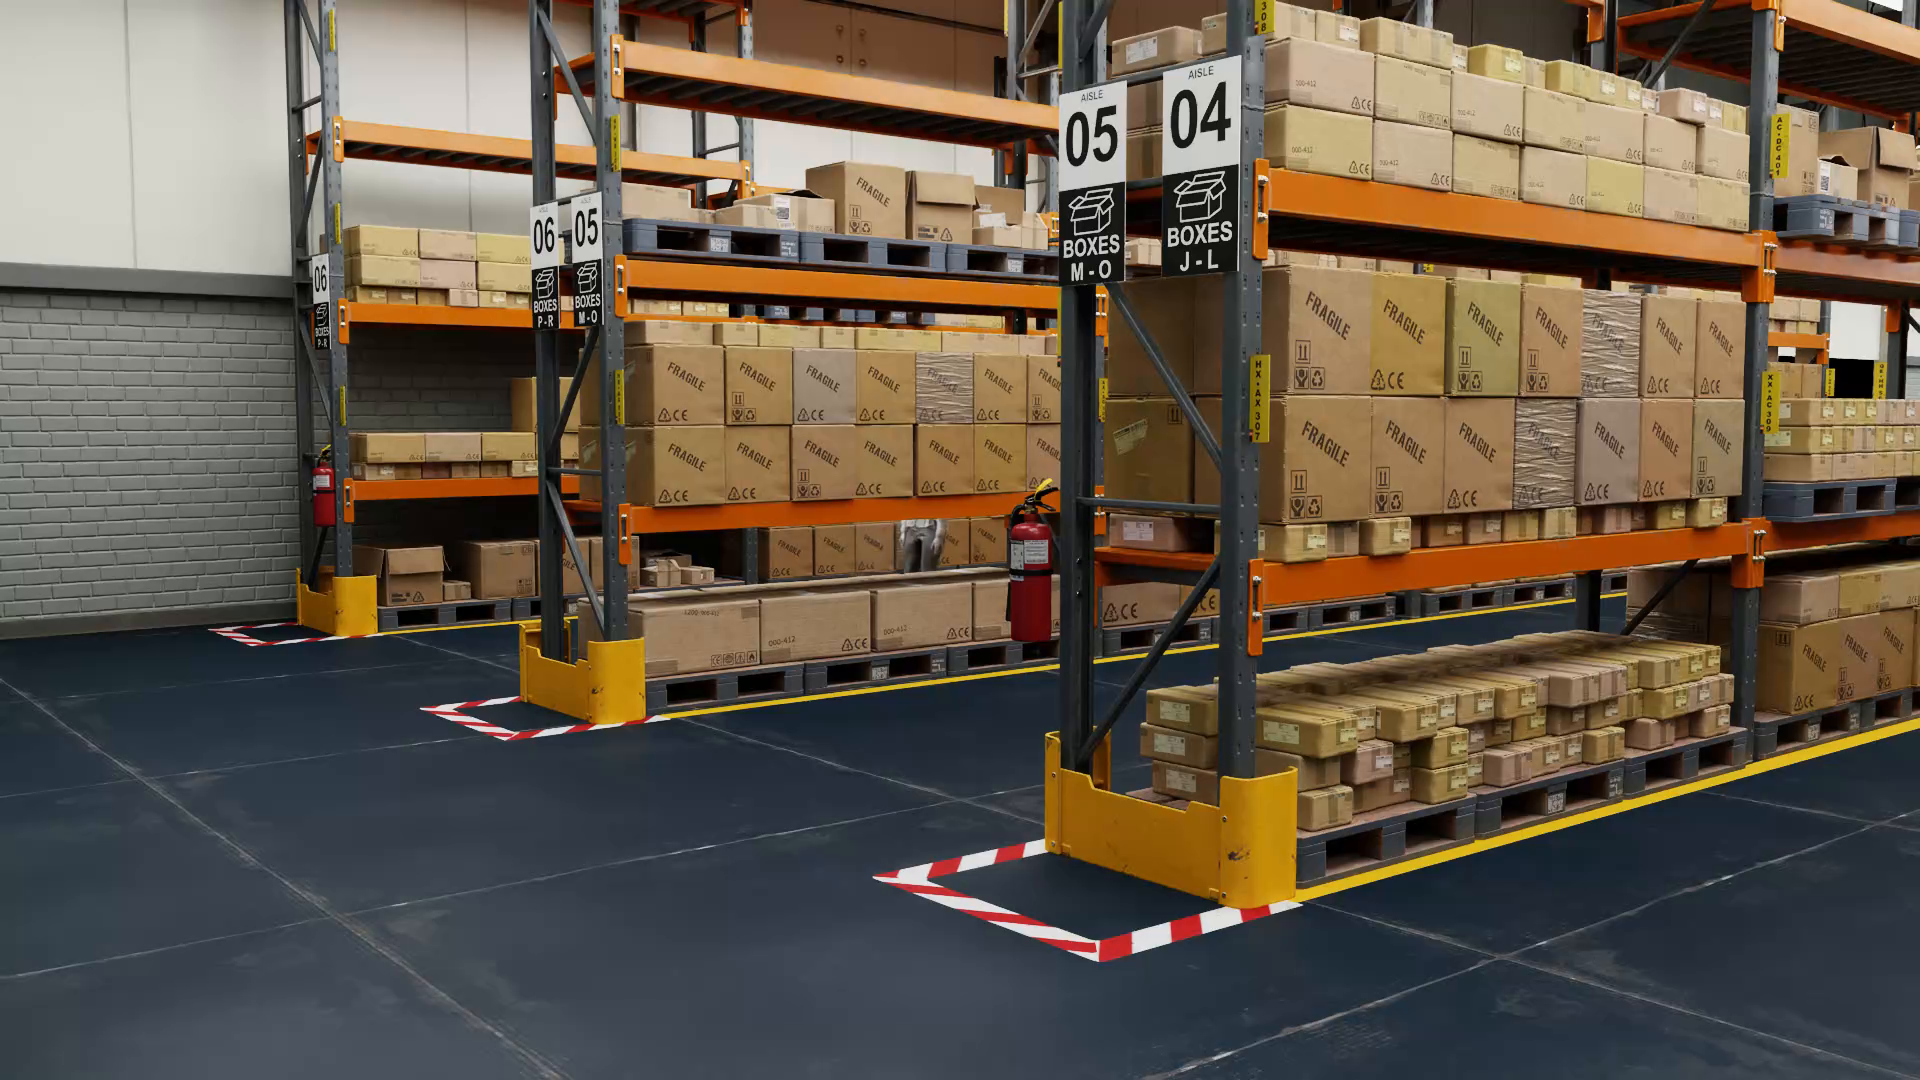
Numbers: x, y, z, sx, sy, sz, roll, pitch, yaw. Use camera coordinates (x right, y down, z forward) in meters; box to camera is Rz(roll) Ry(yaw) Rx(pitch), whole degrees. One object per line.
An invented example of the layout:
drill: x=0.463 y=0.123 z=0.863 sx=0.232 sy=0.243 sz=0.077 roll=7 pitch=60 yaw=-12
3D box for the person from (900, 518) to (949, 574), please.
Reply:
person: x=-0.326 y=-0.031 z=14.133 sx=0.344 sy=1.662 sz=0.535 roll=-4 pitch=6 yaw=-42
